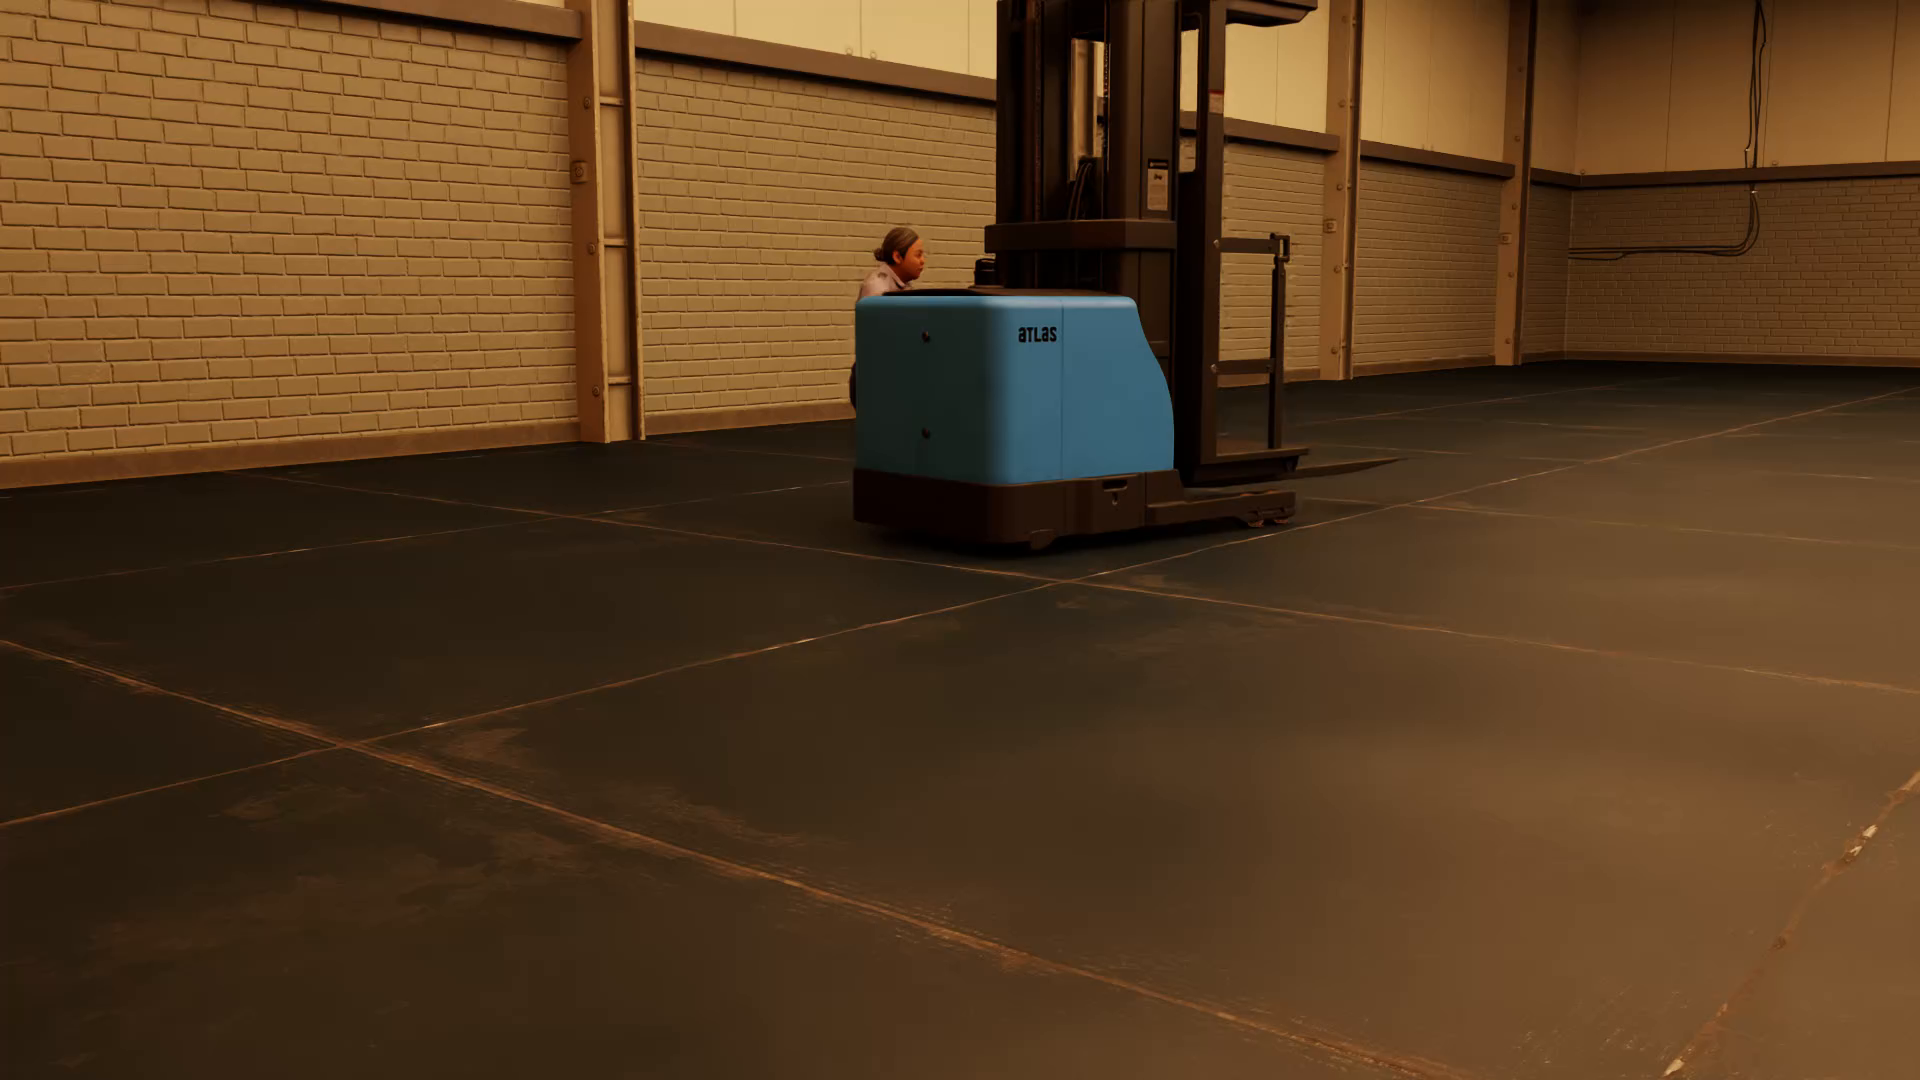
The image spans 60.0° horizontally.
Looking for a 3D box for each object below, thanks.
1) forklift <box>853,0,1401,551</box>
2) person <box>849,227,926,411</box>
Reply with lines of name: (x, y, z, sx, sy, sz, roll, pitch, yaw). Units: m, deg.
forklift: (0.969, -1.557, 7.923, 3.031, 2.935, 1.130, -7, 11, -40)
person: (-0.111, -0.760, 7.959, 0.824, 1.460, 0.757, 1, 8, 8)
